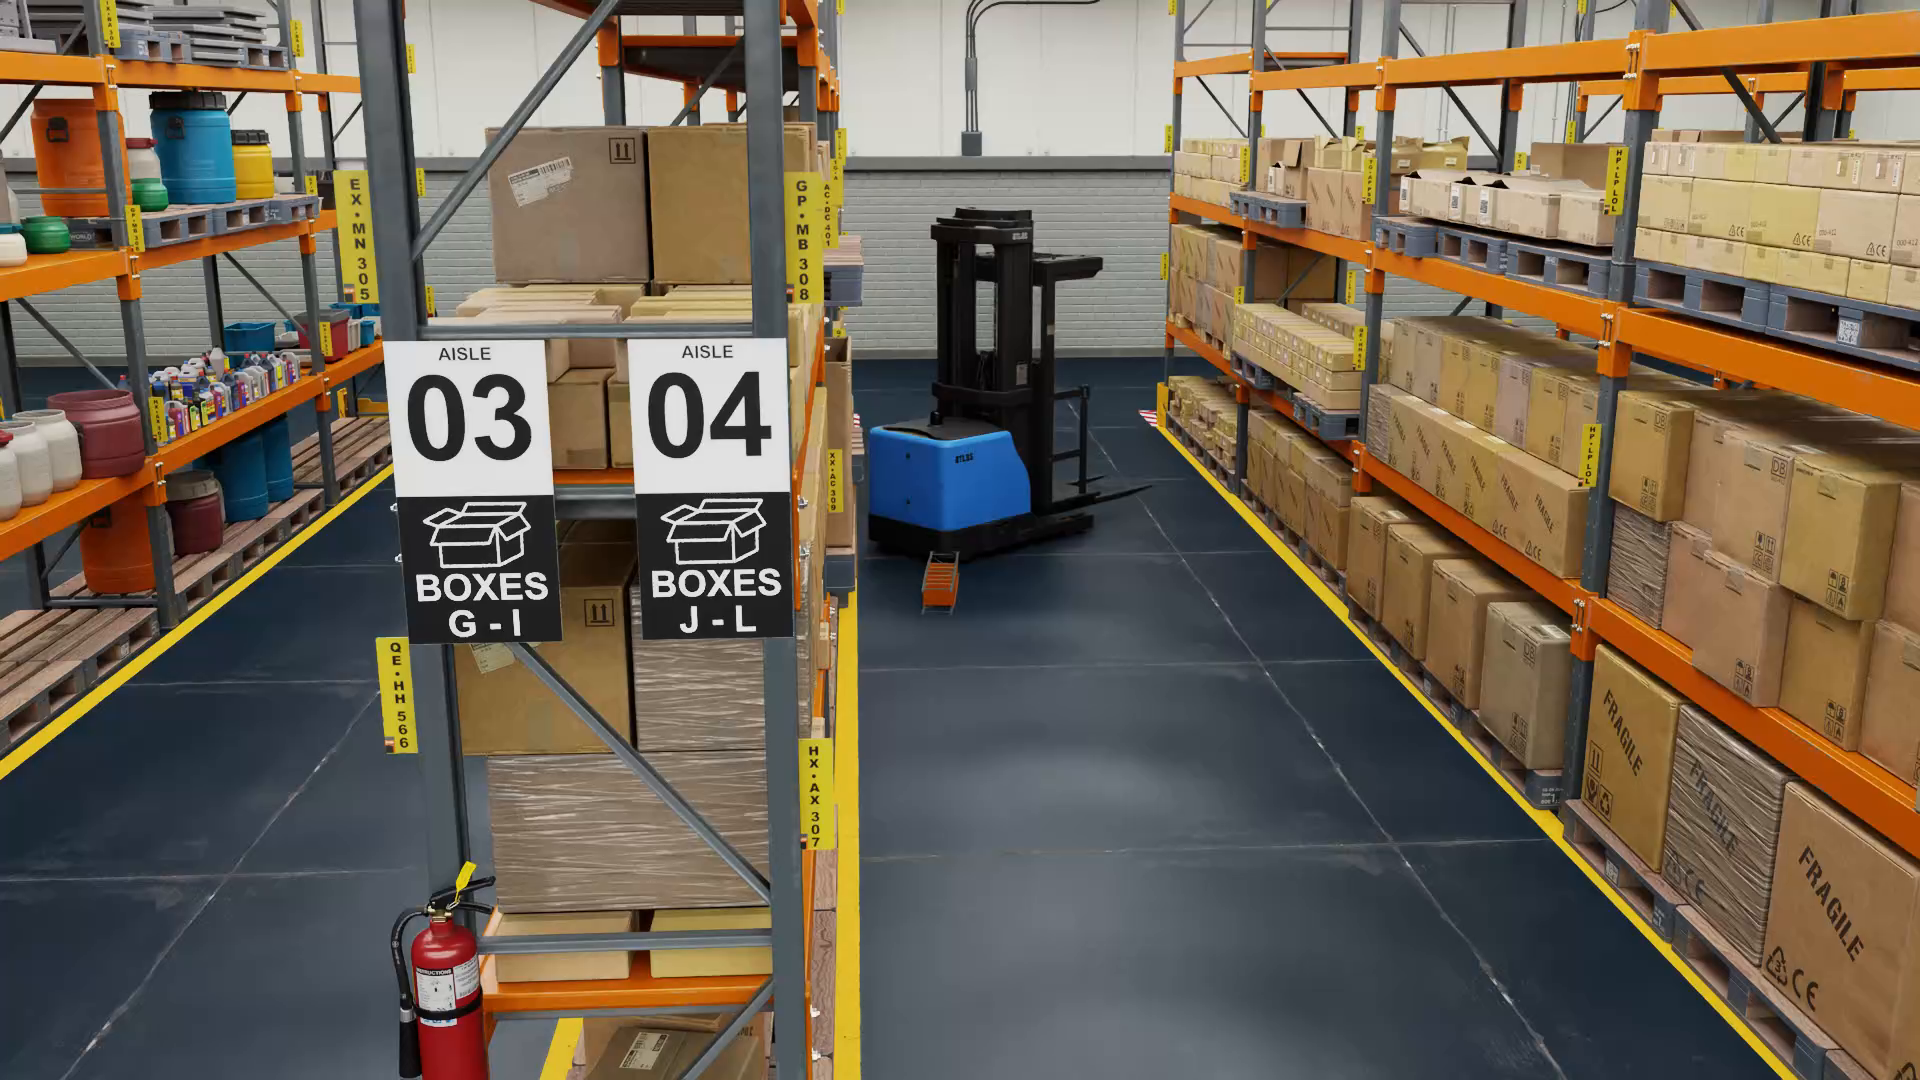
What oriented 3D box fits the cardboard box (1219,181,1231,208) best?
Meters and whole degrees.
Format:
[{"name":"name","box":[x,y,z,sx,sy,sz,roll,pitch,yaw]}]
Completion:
[{"name":"cardboard box","box":[2.956,-3.533,17.018,0.500,0.250,0.500,-1,14,-4]}]

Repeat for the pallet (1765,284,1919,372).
[{"name":"pallet","box":[3.884,-0.824,6.368,1.003,0.211,1.213,-1,14,-3]}]

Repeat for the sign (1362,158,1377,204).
[{"name":"sign","box":[2.982,-2.611,12.096,0.100,0.325,0.005,-1,14,-3]}]

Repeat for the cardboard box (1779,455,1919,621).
[{"name":"cardboard box","box":[3.847,-0.021,6.620,0.875,0.550,0.500,-1,14,-3]}]

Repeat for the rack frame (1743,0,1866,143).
[{"name":"rack frame","box":[8.210,-4.917,16.078,1.000,3.000,0.127,-1,14,-3]}]

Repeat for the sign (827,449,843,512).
[{"name":"sign","box":[-0.644,-0.299,8.431,0.100,0.325,0.005,-1,14,-3]}]

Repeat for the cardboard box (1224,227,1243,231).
[{"name":"cardboard box","box":[3.336,-3.346,19.206,0.500,0.500,0.500,-1,14,-5]}]

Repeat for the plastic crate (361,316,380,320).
[{"name":"plastic crate","box":[-6.641,-2.479,19.048,0.396,0.136,0.243,-1,14,-3]}]

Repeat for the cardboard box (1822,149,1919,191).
[{"name":"cardboard box","box":[3.549,-1.416,6.349,0.380,0.149,0.250,-1,14,-4]}]

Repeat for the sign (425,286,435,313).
[{"name":"sign","box":[-6.324,-2.869,19.829,0.100,0.325,0.005,-1,14,-3]}]

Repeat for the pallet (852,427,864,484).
[{"name":"pallet","box":[-1.283,-0.596,11.706,1.213,0.211,1.003,-1,14,-3]}]

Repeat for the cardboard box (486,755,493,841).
[{"name":"cardboard box","box":[-1.095,0.673,5.592,0.875,0.500,0.500,-1,14,-3]}]

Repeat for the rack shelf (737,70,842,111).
[{"name":"rack shelf","box":[-1.805,-4.720,17.556,1.077,0.370,4.000,-1,14,-3]}]

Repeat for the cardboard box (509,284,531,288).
[{"name":"cardboard box","box":[-1.340,-0.836,5.735,0.380,0.149,0.250,-2,15,-6]}]

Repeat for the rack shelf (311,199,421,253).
[{"name":"rack shelf","box":[-6.748,-3.384,17.583,1.077,0.370,4.000,-1,14,-3]}]

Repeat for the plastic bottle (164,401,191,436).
[{"name":"plastic bottle","box":[-6.109,-0.955,12.968,0.152,0.276,0.135,-1,14,-3]}]

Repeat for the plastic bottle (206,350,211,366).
[{"name":"plastic bottle","box":[-7.028,-1.628,15.569,0.061,0.283,0.133,-1,14,-3]}]

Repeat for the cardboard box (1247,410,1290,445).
[{"name":"cardboard box","box":[3.058,-1.078,15.867,0.500,0.250,0.500,-2,15,-6]}]

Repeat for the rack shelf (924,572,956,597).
[{"name":"rack shelf","box":[-0.156,0.356,13.254,0.258,0.180,0.103,1,14,2]}]

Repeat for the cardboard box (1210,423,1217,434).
[{"name":"cardboard box","box":[2.923,-1.211,17.995,0.380,0.149,0.250,-1,14,-2]}]

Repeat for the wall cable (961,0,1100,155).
[{"name":"wall cable","box":[1.161,-8.776,24.622,2.277,5.999,0.120,-1,14,-3]}]

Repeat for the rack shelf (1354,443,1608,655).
[{"name":"rack shelf","box":[3.647,-0.070,10.721,1.077,0.370,4.000,-1,14,-3]}]

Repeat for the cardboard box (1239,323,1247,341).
[{"name":"cardboard box","box":[2.859,-1.967,15.714,0.380,0.149,0.250,-1,14,-5]}]

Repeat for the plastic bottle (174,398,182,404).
[{"name":"plastic bottle","box":[-6.150,-0.981,13.079,0.097,0.271,0.097,0,14,0]}]

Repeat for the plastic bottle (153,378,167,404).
[{"name":"plastic bottle","box":[-6.768,-1.236,14.067,0.097,0.271,0.097,0,14,0]}]

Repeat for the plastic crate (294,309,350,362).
[{"name":"plastic crate","box":[-6.429,-2.068,16.797,0.402,0.464,0.583,-1,14,-3]}]

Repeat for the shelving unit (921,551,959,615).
[{"name":"shelving unit","box":[-0.152,0.337,13.327,0.258,0.189,1.200,1,14,2]}]

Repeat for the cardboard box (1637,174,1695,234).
[{"name":"cardboard box","box":[3.522,-1.571,7.752,0.500,0.250,0.500,-1,14,-3]}]

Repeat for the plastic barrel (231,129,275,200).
[{"name":"plastic barrel","box":[-6.365,-3.306,14.615,0.600,0.588,0.600,0,14,0]}]

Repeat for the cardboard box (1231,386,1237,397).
[{"name":"cardboard box","box":[3.367,-1.697,19.287,0.380,0.149,0.250,-1,15,-6]}]

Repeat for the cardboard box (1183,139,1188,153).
[{"name":"cardboard box","box":[2.762,-4.504,18.990,0.380,0.149,0.250,-1,14,-4]}]

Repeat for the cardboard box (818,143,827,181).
[{"name":"cardboard box","box":[-1.096,-2.242,10.496,0.500,0.500,0.500,-1,14,-2]}]

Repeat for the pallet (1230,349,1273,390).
[{"name":"pallet","box":[3.178,-1.625,15.708,1.003,0.211,1.213,-1,14,-3]}]

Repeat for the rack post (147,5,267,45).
[{"name":"rack post","box":[-6.604,-4.441,14.380,0.937,0.300,0.954,-1,14,-4]}]

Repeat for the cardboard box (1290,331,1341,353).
[{"name":"cardboard box","box":[2.977,-1.654,13.903,0.380,0.149,0.250,-1,14,-3]}]

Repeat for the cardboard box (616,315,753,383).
[{"name":"cardboard box","box":[-0.724,-0.520,4.507,0.380,0.149,0.250,-1,14,-4]}]

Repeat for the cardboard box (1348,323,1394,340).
[{"name":"cardboard box","box":[3.593,-1.792,14.440,0.380,0.149,0.250,-1,14,-4]}]

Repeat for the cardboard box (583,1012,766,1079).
[{"name":"cardboard box","box":[-1.031,1.829,6.072,0.500,0.500,0.500,3,15,11]}]

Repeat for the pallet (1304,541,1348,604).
[{"name":"pallet","box":[3.477,0.241,13.668,1.003,0.211,1.213,-1,14,-3]}]

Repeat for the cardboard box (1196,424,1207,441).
[{"name":"cardboard box","box":[2.850,-1.208,18.580,0.380,0.149,0.250,-1,14,-3]}]

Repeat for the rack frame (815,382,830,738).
[{"name":"rack frame","box":[-1.185,0.131,8.498,1.000,3.000,0.127,-1,14,-3]}]

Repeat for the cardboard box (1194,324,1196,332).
[{"name":"cardboard box","box":[2.886,-2.437,18.983,0.380,0.149,0.250,-1,14,-4]}]

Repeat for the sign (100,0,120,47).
[{"name":"sign","box":[-5.828,-3.547,11.400,0.100,0.325,0.005,-1,14,-3]}]

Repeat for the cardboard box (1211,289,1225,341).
[{"name":"cardboard box","box":[2.933,-2.348,17.334,0.500,0.500,0.500,-1,14,-5]}]

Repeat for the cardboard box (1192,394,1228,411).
[{"name":"cardboard box","box":[2.823,-1.553,18.729,0.380,0.149,0.250,-1,14,-3]}]

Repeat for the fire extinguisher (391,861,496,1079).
[{"name":"fire extinguisher","box":[-1.390,1.199,4.503,0.296,0.674,0.183,-1,14,-3]}]

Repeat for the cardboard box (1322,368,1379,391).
[{"name":"cardboard box","box":[3.038,-1.257,12.957,0.380,0.149,0.250,-1,14,-2]}]

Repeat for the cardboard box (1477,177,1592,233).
[{"name":"cardboard box","box":[3.443,-2.015,9.952,0.500,0.311,0.500,-1,14,-5]}]

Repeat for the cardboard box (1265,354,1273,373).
[{"name":"cardboard box","box":[2.927,-1.562,14.740,0.380,0.149,0.250,-1,14,-4]}]

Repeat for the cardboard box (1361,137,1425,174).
[{"name":"cardboard box","box":[3.239,-2.884,12.459,0.396,0.266,0.258,-1,14,-3]}]

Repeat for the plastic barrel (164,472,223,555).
[{"name":"plastic barrel","box":[-6.494,-0.225,13.879,0.600,0.588,0.708,-1,14,-3]}]

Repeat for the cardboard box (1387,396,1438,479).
[{"name":"cardboard box","box":[3.316,-0.722,11.611,0.500,0.500,0.500,-1,14,-4]}]

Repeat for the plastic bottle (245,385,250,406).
[{"name":"plastic bottle","box":[-6.166,-1.257,14.292,0.097,0.201,0.097,0,14,0]}]

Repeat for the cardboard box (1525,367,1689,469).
[{"name":"cardboard box","box":[3.701,-0.705,9.538,0.700,0.500,0.500,-1,14,-4]}]

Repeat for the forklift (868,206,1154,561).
[{"name":"forklift","box":[0.586,-1.537,15.118,3.031,2.935,1.130,-14,20,-43]}]
